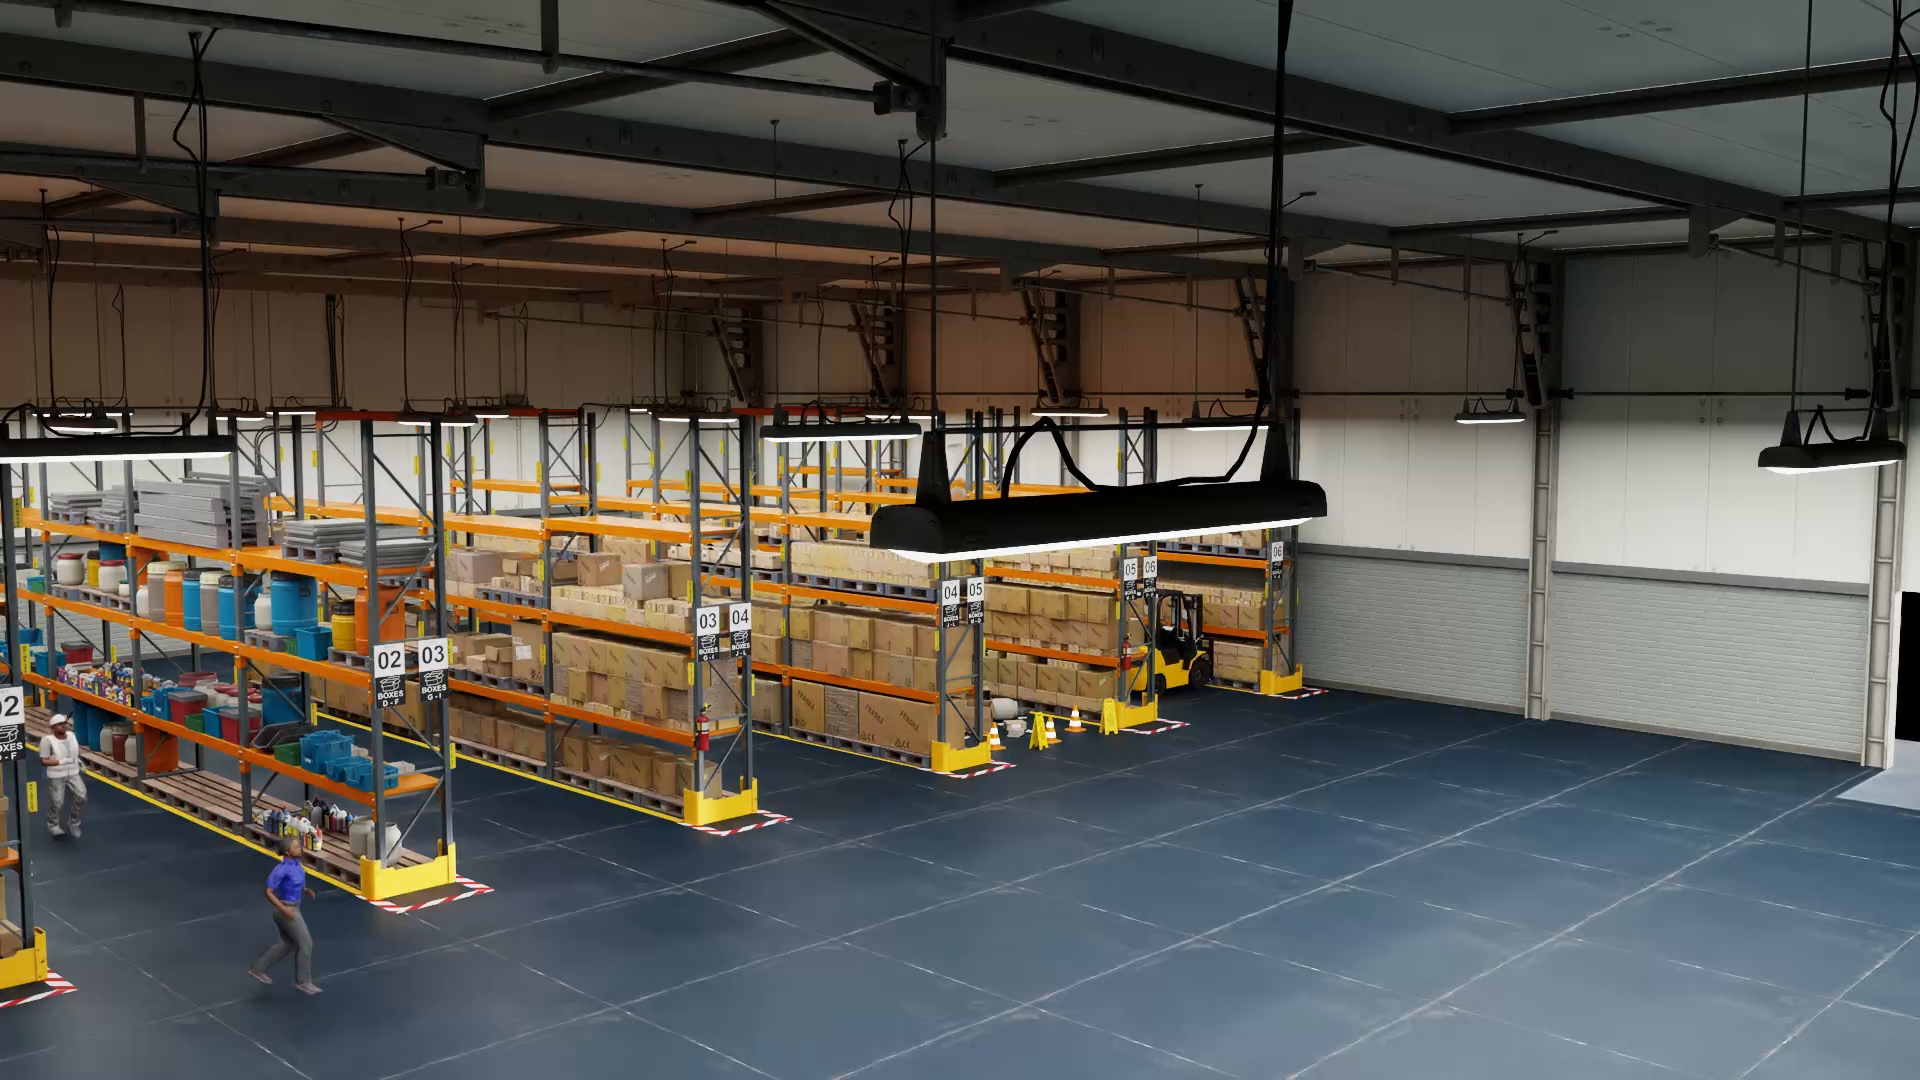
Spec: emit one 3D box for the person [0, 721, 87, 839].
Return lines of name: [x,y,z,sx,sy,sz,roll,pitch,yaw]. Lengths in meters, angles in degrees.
person: [-11.662,3.513,20.911,5.383,1.947,3.839,3,6,34]

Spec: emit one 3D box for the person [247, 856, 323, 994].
person: [-7.132,4.065,17.543,0.748,1.506,0.563,-1,5,-9]
